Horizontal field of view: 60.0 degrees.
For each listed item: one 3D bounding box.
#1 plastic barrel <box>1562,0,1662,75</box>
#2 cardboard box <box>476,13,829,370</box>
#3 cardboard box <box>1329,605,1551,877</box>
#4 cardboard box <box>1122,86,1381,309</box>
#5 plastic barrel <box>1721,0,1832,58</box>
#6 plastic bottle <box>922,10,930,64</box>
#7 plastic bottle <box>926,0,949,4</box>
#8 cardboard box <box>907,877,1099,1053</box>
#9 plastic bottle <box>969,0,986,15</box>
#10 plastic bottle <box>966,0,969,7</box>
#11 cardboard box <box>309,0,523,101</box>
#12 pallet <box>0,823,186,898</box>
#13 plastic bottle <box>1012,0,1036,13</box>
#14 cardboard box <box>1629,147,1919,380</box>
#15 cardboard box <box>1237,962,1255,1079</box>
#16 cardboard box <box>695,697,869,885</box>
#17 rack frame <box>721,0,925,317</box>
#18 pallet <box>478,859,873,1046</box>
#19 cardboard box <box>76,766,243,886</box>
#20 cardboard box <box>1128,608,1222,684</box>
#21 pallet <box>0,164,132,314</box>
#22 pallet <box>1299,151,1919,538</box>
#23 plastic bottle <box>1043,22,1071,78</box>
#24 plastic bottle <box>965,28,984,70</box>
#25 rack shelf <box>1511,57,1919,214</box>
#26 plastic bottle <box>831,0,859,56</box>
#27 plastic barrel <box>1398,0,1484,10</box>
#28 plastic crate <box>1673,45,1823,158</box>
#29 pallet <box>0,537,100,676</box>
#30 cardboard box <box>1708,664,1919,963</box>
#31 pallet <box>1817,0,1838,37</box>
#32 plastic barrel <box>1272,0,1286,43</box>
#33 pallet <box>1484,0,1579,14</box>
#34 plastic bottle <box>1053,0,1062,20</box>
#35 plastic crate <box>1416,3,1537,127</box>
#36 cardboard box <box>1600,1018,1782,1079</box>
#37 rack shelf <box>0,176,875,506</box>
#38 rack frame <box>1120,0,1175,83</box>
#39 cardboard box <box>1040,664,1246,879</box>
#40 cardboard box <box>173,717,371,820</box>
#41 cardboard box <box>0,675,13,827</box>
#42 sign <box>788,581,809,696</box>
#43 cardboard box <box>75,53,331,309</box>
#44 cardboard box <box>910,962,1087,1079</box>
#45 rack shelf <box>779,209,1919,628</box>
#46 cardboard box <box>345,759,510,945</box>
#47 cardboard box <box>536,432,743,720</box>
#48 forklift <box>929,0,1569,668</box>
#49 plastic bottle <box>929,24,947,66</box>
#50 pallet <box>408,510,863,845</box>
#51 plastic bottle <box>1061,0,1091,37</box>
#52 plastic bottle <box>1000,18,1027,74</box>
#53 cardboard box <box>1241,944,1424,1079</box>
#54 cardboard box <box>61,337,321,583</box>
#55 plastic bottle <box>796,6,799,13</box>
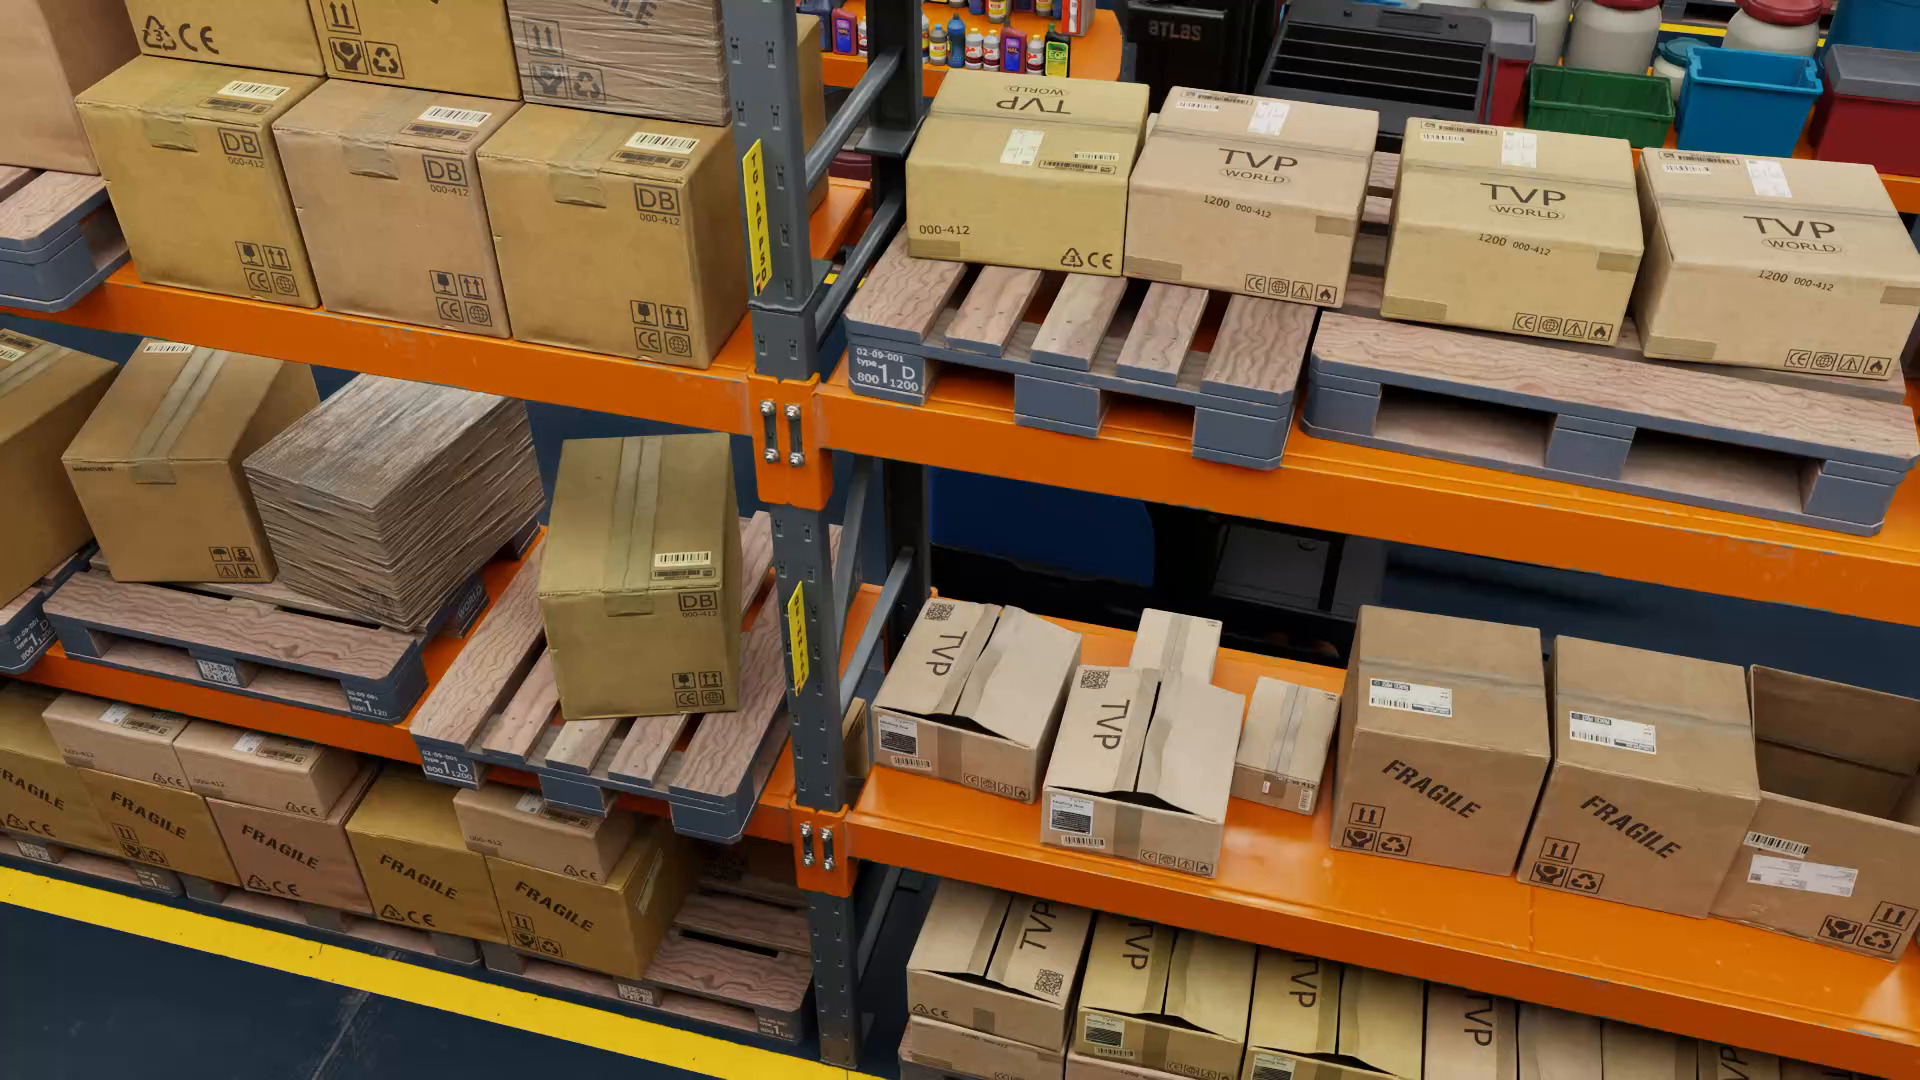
[{"bbox_3d":[3.287,-2.550,8.373,0.433,0.535,0.433,0,40,0],"label":"plastic barrel"},{"bbox_3d":[-0.715,-0.908,4.113,0.500,0.500,0.910,10,41,11],"label":"cardboard box"},{"bbox_3d":[1.341,0.561,4.696,0.500,0.500,0.500,8,41,9],"label":"cardboard box"},{"bbox_3d":[0.680,-0.805,3.858,0.500,0.250,0.500,11,41,13],"label":"cardboard box"},{"bbox_3d":[3.996,-2.428,8.228,0.433,0.535,0.433,0,40,0],"label":"plastic barrel"},{"bbox_3d":[-0.207,-2.632,8.677,0.097,0.271,0.097,0,40,0],"label":"plastic bottle"},{"bbox_3d":[-0.122,-3.140,9.271,0.133,0.283,0.061,10,41,11],"label":"plastic bottle"},{"bbox_3d":[0.146,1.278,5.296,0.500,0.311,0.500,11,41,13],"label":"cardboard box"},{"bbox_3d":[0.098,-3.045,9.168,0.097,0.271,0.097,0,40,0],"label":"plastic bottle"},{"bbox_3d":[0.101,-3.101,9.226,0.133,0.283,0.061,10,41,11],"label":"plastic bottle"},{"bbox_3d":[-1.197,-1.400,3.922,0.500,0.500,0.500,10,41,11],"label":"cardboard box"},{"bbox_3d":[-3.353,0.846,6.604,1.213,0.211,1.003,10,41,11],"label":"pallet"},{"bbox_3d":[0.359,-3.057,9.173,0.133,0.283,0.061,10,41,11],"label":"plastic bottle"},{"bbox_3d":[1.749,-0.612,3.629,0.500,0.250,0.500,7,40,8],"label":"cardboard box"},{"bbox_3d":[1.135,1.658,5.279,0.500,0.250,0.500,9,41,10],"label":"cardboard box"},{"bbox_3d":[-0.650,0.866,6.012,0.500,0.500,0.500,11,41,13],"label":"cardboard box"},{"bbox_3d":[-0.284,-1.966,3.119,0.127,3.000,1.000,10,41,11],"label":"rack frame"},{"bbox_3d":[-0.996,1.251,6.121,1.213,0.211,1.003,10,41,11],"label":"pallet"},{"bbox_3d":[-2.745,0.856,6.025,0.500,0.500,0.500,10,41,12],"label":"cardboard box"},{"bbox_3d":[0.656,0.405,5.155,0.250,0.149,0.380,10,41,11],"label":"cardboard box"},{"bbox_3d":[-2.534,-1.088,4.552,1.003,0.211,1.213,10,41,11],"label":"pallet"},{"bbox_3d":[1.475,-0.504,3.857,1.213,0.211,1.003,12,41,13],"label":"pallet"},{"bbox_3d":[0.499,-2.503,8.514,0.133,0.283,0.061,10,41,11],"label":"plastic bottle"},{"bbox_3d":[0.075,-2.557,8.641,0.097,0.201,0.097,0,40,0],"label":"plastic bottle"},{"bbox_3d":[2.932,-2.138,8.547,4.000,0.370,1.077,10,41,11],"label":"rack shelf"},{"bbox_3d":[-0.606,-2.693,8.740,0.133,0.283,0.061,10,41,11],"label":"plastic bottle"},{"bbox_3d":[2.456,-2.680,8.547,0.421,0.512,0.421,0,40,0],"label":"plastic barrel"},{"bbox_3d":[3.718,-2.065,7.913,0.575,0.384,0.392,10,41,11],"label":"plastic crate"},{"bbox_3d":[-3.405,-0.060,5.663,1.213,0.211,1.003,10,41,11],"label":"pallet"},{"bbox_3d":[2.333,0.732,4.493,0.500,0.500,0.500,13,42,15],"label":"cardboard box"},{"bbox_3d":[6.802,-4.000,12.374,1.213,0.211,1.003,10,41,11],"label":"pallet"},{"bbox_3d":[1.526,-2.909,8.800,0.708,0.536,0.600,10,41,11],"label":"plastic barrel"},{"bbox_3d":[4.209,-4.420,12.874,1.213,0.211,1.003,10,41,11],"label":"pallet"},{"bbox_3d":[0.560,-3.006,9.121,0.097,0.271,0.097,0,40,0],"label":"plastic bottle"},{"bbox_3d":[2.482,-2.312,8.145,0.583,0.464,0.402,10,41,11],"label":"plastic crate"},{"bbox_3d":[2.129,1.617,4.892,0.500,0.311,0.500,10,41,11],"label":"cardboard box"},{"bbox_3d":[-2.216,-0.875,4.711,4.000,0.370,1.077,10,41,11],"label":"rack shelf"},{"bbox_3d":[1.000,-2.746,8.712,0.127,3.000,1.000,10,41,11],"label":"rack frame"},{"bbox_3d":[0.530,0.634,4.757,0.500,0.311,0.500,9,41,11],"label":"cardboard box"},{"bbox_3d":[-2.293,0.649,5.688,0.500,0.250,0.500,9,41,11],"label":"cardboard box"},{"bbox_3d":[-3.744,0.686,6.226,0.500,0.500,0.500,8,41,9],"label":"cardboard box"},{"bbox_3d":[-0.416,0.257,4.298,0.005,0.325,0.100,10,41,11],"label":"sign"},{"bbox_3d":[-1.710,-1.079,4.317,0.500,0.500,0.910,10,41,11],"label":"cardboard box"},{"bbox_3d":[0.146,1.493,5.477,0.500,0.250,0.500,10,41,11],"label":"cardboard box"},{"bbox_3d":[1.648,-0.210,3.919,4.000,0.370,1.077,10,41,11],"label":"rack shelf"},{"bbox_3d":[-1.748,1.024,5.825,0.500,0.500,0.500,8,41,10],"label":"cardboard box"},{"bbox_3d":[-0.922,0.097,4.922,0.500,0.500,0.700,-3,40,-3],"label":"cardboard box"},{"bbox_3d":[1.399,-0.918,6.588,3.031,2.935,1.130,11,41,13],"label":"forklift"},{"bbox_3d":[-0.113,-2.589,8.680,0.097,0.201,0.097,0,40,0],"label":"plastic bottle"},{"bbox_3d":[-0.957,0.335,5.192,1.003,0.211,1.213,10,41,11],"label":"pallet"},{"bbox_3d":[0.626,-2.877,8.964,0.135,0.276,0.152,10,41,11],"label":"plastic bottle"},{"bbox_3d":[0.276,-2.542,8.559,0.133,0.283,0.061,10,41,11],"label":"plastic bottle"},{"bbox_3d":[1.147,1.446,5.096,0.500,0.311,0.500,9,41,10],"label":"cardboard box"},{"bbox_3d":[-2.426,-0.278,5.369,0.500,0.500,0.700,0,40,0],"label":"cardboard box"},{"bbox_3d":[-0.913,-2.746,8.803,0.133,0.283,0.061,10,41,11],"label":"plastic bottle"}]
